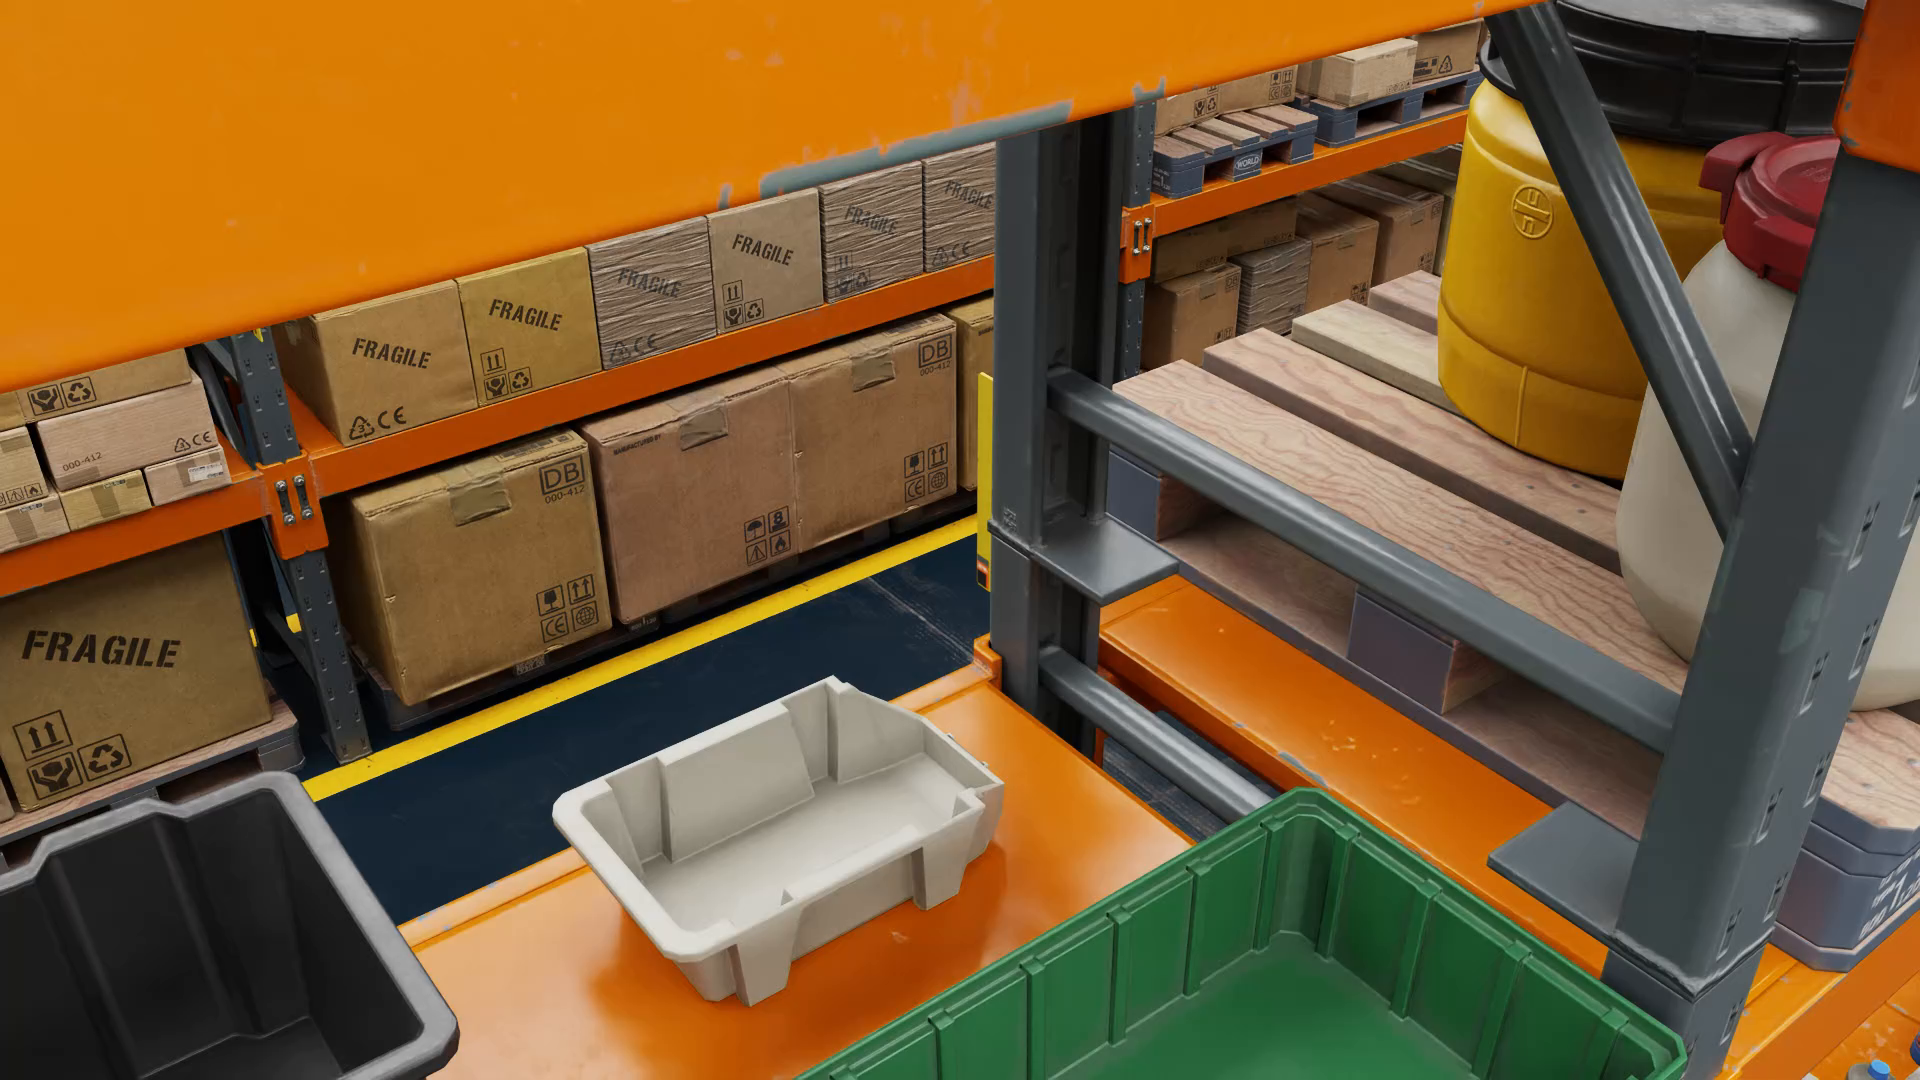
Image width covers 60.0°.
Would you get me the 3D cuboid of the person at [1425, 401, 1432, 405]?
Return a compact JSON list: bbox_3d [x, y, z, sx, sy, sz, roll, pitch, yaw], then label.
[{"bbox_3d":[1.547,-0.089,6.284,0.497,1.735,0.602,-23,39,-32],"label":"person"}]
